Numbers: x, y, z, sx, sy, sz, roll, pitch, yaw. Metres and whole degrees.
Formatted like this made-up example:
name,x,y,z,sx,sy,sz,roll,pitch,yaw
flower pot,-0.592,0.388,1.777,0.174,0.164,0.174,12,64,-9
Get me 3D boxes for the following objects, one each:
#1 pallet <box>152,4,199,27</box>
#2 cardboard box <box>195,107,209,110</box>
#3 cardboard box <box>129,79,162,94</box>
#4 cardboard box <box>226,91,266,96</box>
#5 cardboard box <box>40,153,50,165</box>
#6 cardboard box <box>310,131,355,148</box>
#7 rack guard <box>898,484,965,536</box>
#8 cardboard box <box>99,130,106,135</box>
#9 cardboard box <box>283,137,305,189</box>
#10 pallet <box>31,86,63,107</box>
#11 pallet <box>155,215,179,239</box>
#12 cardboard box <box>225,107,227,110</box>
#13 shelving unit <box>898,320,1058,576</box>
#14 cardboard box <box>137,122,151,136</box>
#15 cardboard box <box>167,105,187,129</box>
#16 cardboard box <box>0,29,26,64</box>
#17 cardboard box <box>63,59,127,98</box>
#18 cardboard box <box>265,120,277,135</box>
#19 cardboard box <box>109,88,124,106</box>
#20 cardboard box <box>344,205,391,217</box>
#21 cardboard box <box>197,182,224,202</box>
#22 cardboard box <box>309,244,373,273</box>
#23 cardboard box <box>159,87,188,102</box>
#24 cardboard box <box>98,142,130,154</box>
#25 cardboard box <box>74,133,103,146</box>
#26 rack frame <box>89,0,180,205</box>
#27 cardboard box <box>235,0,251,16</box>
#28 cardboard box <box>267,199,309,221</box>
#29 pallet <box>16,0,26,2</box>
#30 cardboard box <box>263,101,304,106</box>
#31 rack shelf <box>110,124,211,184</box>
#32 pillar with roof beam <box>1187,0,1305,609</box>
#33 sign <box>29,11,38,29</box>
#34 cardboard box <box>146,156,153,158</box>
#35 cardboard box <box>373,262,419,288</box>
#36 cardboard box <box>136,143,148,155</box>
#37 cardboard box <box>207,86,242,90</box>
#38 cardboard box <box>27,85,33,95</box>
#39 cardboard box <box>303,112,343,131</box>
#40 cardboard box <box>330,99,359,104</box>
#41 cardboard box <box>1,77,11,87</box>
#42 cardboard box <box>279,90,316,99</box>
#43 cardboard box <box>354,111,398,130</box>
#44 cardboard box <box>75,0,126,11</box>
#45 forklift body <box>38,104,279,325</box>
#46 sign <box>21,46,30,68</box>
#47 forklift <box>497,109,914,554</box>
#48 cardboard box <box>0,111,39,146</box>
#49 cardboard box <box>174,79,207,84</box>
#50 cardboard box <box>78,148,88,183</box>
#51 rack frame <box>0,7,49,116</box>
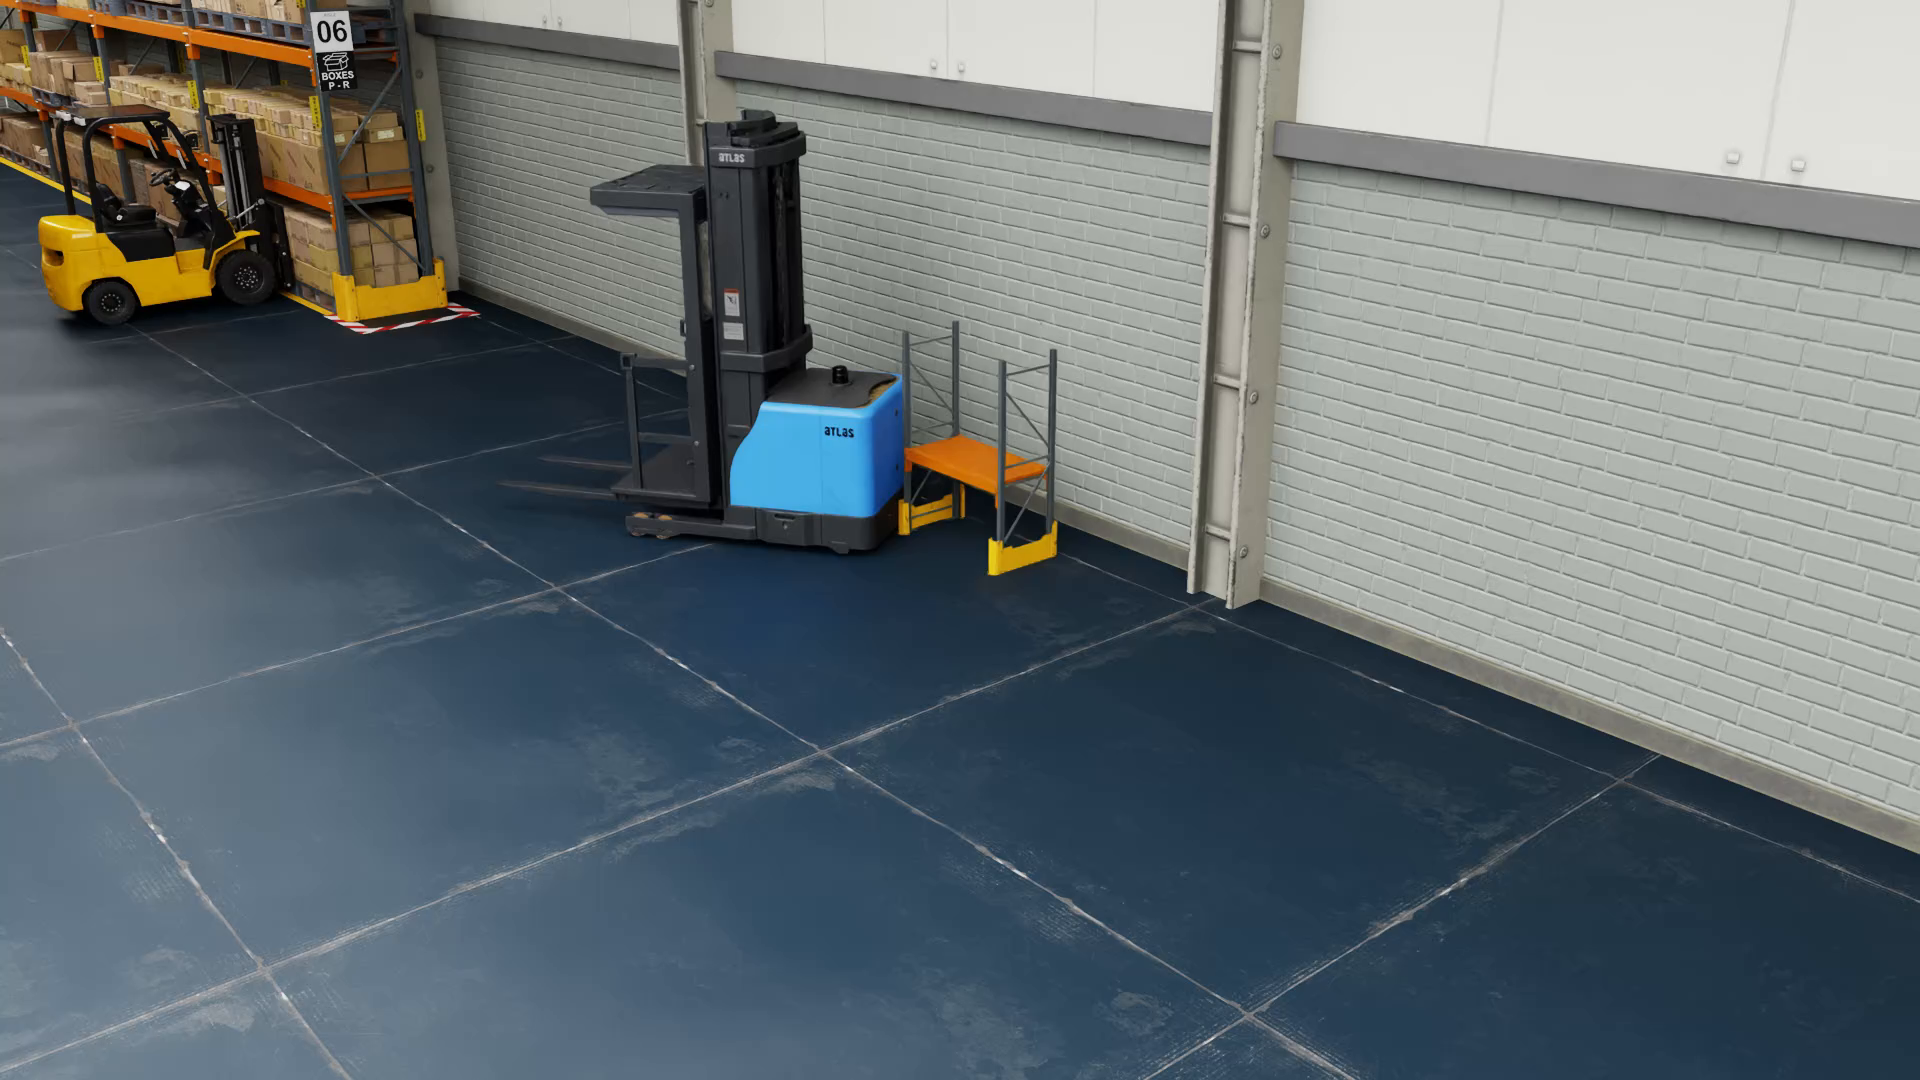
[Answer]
name,x,y,z,sx,sy,sz,roll,pitch,yaw
pallet,-9.502,-6.597,20.863,0.805,0.209,1.217,-19,28,-39
cardboard box,-9.307,-5.439,20.730,0.380,0.149,0.250,-16,27,-36
cardboard box,-10.999,-6.137,22.512,0.380,0.149,0.250,-17,27,-37
cardboard box,-8.520,-5.258,19.861,0.380,0.149,0.250,-18,28,-38
cardboard box,-14.724,-6.211,27.062,0.380,0.149,0.250,-18,28,-39
cardboard box,-6.743,-4.321,17.877,0.380,0.149,0.250,-17,27,-37
rack guard,-0.204,-0.226,12.218,0.587,0.250,0.087,-17,27,-37
cardboard box,-13.338,-6.423,26.232,0.380,0.149,0.250,-17,27,-37
cardboard box,-7.157,-4.209,18.480,0.500,0.500,0.500,-16,27,-36
pallet,-13.699,-6.923,25.809,1.003,0.211,1.213,-17,27,-37
pallet,-10.227,-4.282,22.626,1.003,0.211,1.213,-17,27,-37
cardboard box,-8.546,-5.110,19.891,0.380,0.149,0.250,-18,27,-38
shelving unit,0.117,-0.669,11.636,0.587,1.500,1.083,-17,27,-37
cardboard box,-10.756,-5.622,22.431,0.500,0.250,0.500,-19,28,-39
cardboard box,-9.771,-5.427,21.246,0.500,0.250,0.500,-18,28,-39
cardboard box,-15.677,-8.178,27.520,0.500,0.500,0.500,-17,27,-36
cardboard box,-12.733,-6.804,24.526,0.797,0.503,0.637,-18,28,-39
cardboard box,-7.599,-4.670,18.767,0.380,0.149,0.250,-17,27,-37
cardboard box,-11.441,-6.130,23.042,0.500,0.250,0.500,-17,27,-37
cardboard box,-6.804,-3.639,18.986,0.500,0.250,0.500,-17,27,-37
cardboard box,-9.265,-4.280,21.478,0.875,0.625,0.625,-16,26,-35
cardboard box,-6.859,-3.151,18.426,0.500,0.250,0.500,-18,28,-38
cardboard box,-10.164,-5.785,21.614,0.380,0.149,0.250,-17,27,-37
cardboard box,-12.519,-5.798,24.638,0.380,0.149,0.250,-16,27,-36
cardboard box,-13.366,-6.153,25.543,0.380,0.149,0.250,-18,27,-38
rack frame,-11.527,-6.154,23.582,1.000,3.000,0.127,-17,27,-37
cardboard box,-7.724,-6.172,18.662,0.797,0.503,0.637,-16,27,-36
cardboard box,-7.842,-3.796,19.385,0.500,0.250,0.500,-18,28,-38
pallet,-13.765,-8.371,25.388,1.213,0.211,1.003,-17,27,-37
cardboard box,-7.704,-4.902,18.951,0.380,0.149,0.250,-17,27,-37
rack shelf,-10.221,-5.266,22.303,1.077,0.370,4.000,-17,27,-37
pillar with roof beam,-1.505,-2.803,6.803,9.100,9.000,0.400,-17,27,-37
sign,-16.315,-9.177,29.280,0.100,0.325,0.005,-17,27,-37
cardboard box,-11.590,-5.368,24.429,0.500,0.500,0.500,-16,27,-36
cardboard box,-6.477,-3.041,18.829,0.500,0.250,0.500,-17,27,-37
cardboard box,-12.007,-5.835,24.731,0.380,0.149,0.250,-17,27,-37
cardboard box,-9.606,-5.842,21.759,0.380,0.149,0.250,-17,27,-37
cardboard box,-14.724,-7.237,26.692,0.380,0.149,0.250,-17,27,-36
cardboard box,-6.883,-4.540,18.028,0.380,0.149,0.250,-17,27,-37
cardboard box,-7.129,-4.959,19.097,0.380,0.149,0.250,-18,28,-39
cardboard box,-15.752,-7.655,27.760,0.380,0.149,0.250,-17,27,-36
cardboard box,-7.953,-5.316,20.009,0.380,0.149,0.250,-18,28,-38
cardboard box,-6.362,-4.574,18.115,0.380,0.149,0.250,-18,28,-38
cardboard box,-12.046,-7.565,23.277,0.500,0.250,0.500,-19,28,-39
forklift body,-8.925,-3.638,18.323,2.313,2.155,1.214,-17,27,-37
sign,-14.544,-7.531,25.911,0.100,0.325,0.005,-17,27,-37
forklift,-1.921,-1.550,11.921,3.031,2.935,1.130,6,22,14
cardboard box,-16.421,-7.206,29.115,0.797,0.503,0.637,-19,28,-39
cardboard box,-10.458,-6.187,22.640,0.380,0.149,0.250,-18,27,-38
cardboard box,-12.981,-5.675,25.211,0.500,0.500,0.500,-19,28,-39
rack frame,-16.749,-8.364,29.225,1.000,3.000,0.127,-17,27,-37
